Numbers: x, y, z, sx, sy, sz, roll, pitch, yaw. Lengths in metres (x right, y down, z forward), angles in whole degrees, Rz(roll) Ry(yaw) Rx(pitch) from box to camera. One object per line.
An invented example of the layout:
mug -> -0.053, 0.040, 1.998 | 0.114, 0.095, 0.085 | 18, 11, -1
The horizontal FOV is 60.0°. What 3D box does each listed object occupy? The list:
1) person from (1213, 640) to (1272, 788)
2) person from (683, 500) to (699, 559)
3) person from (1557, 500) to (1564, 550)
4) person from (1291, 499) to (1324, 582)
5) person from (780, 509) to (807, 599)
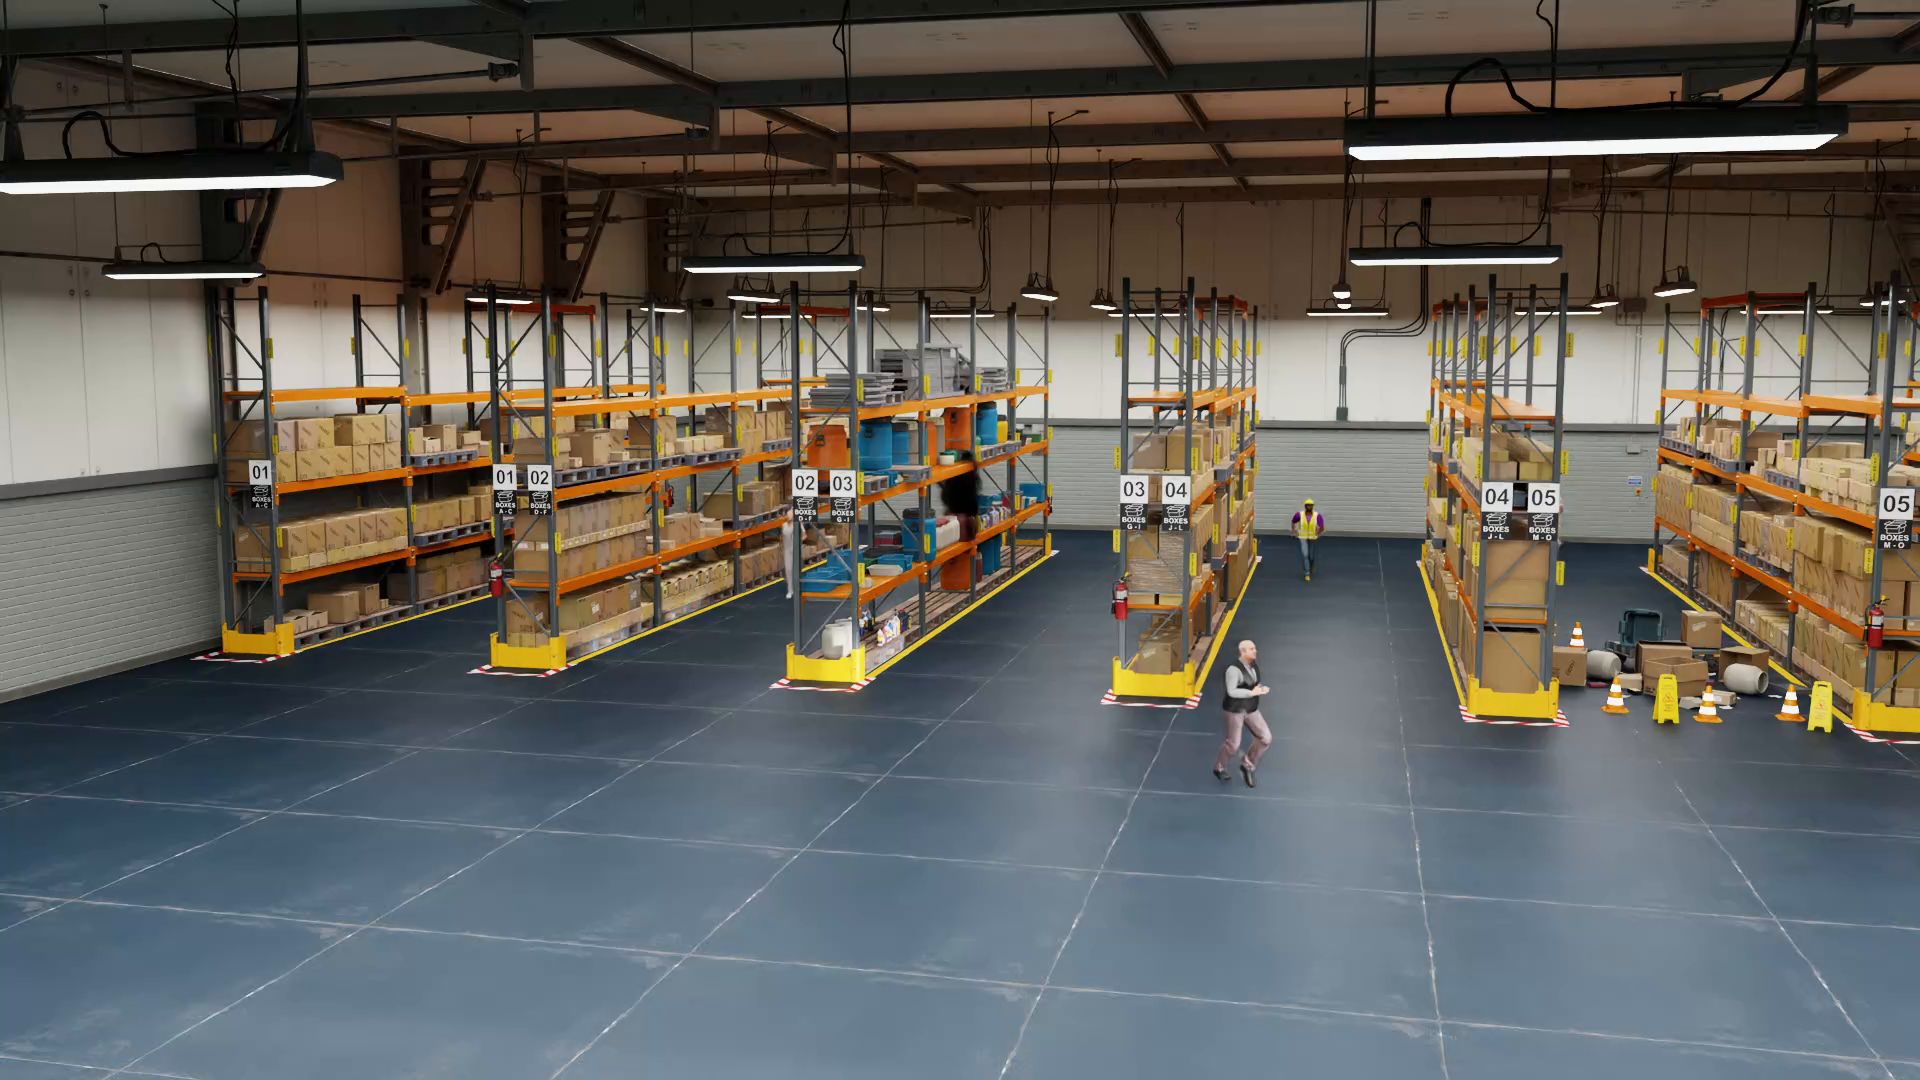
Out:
person -> 3.222, 1.977, 18.986 | 0.682, 1.712, 0.808 | -6, 9, -43
person -> -5.878, -0.015, 36.391 | 0.592, 1.730, 0.840 | 1, 7, 11
person -> 14.049, -0.438, 39.736 | 0.881, 1.761, 0.680 | -1, 7, -11
person -> 7.552, -0.014, 36.153 | 0.707, 1.765, 0.918 | 1, 7, 7
person -> -3.203, 0.245, 31.811 | 0.563, 1.683, 0.740 | 1, 7, 10
